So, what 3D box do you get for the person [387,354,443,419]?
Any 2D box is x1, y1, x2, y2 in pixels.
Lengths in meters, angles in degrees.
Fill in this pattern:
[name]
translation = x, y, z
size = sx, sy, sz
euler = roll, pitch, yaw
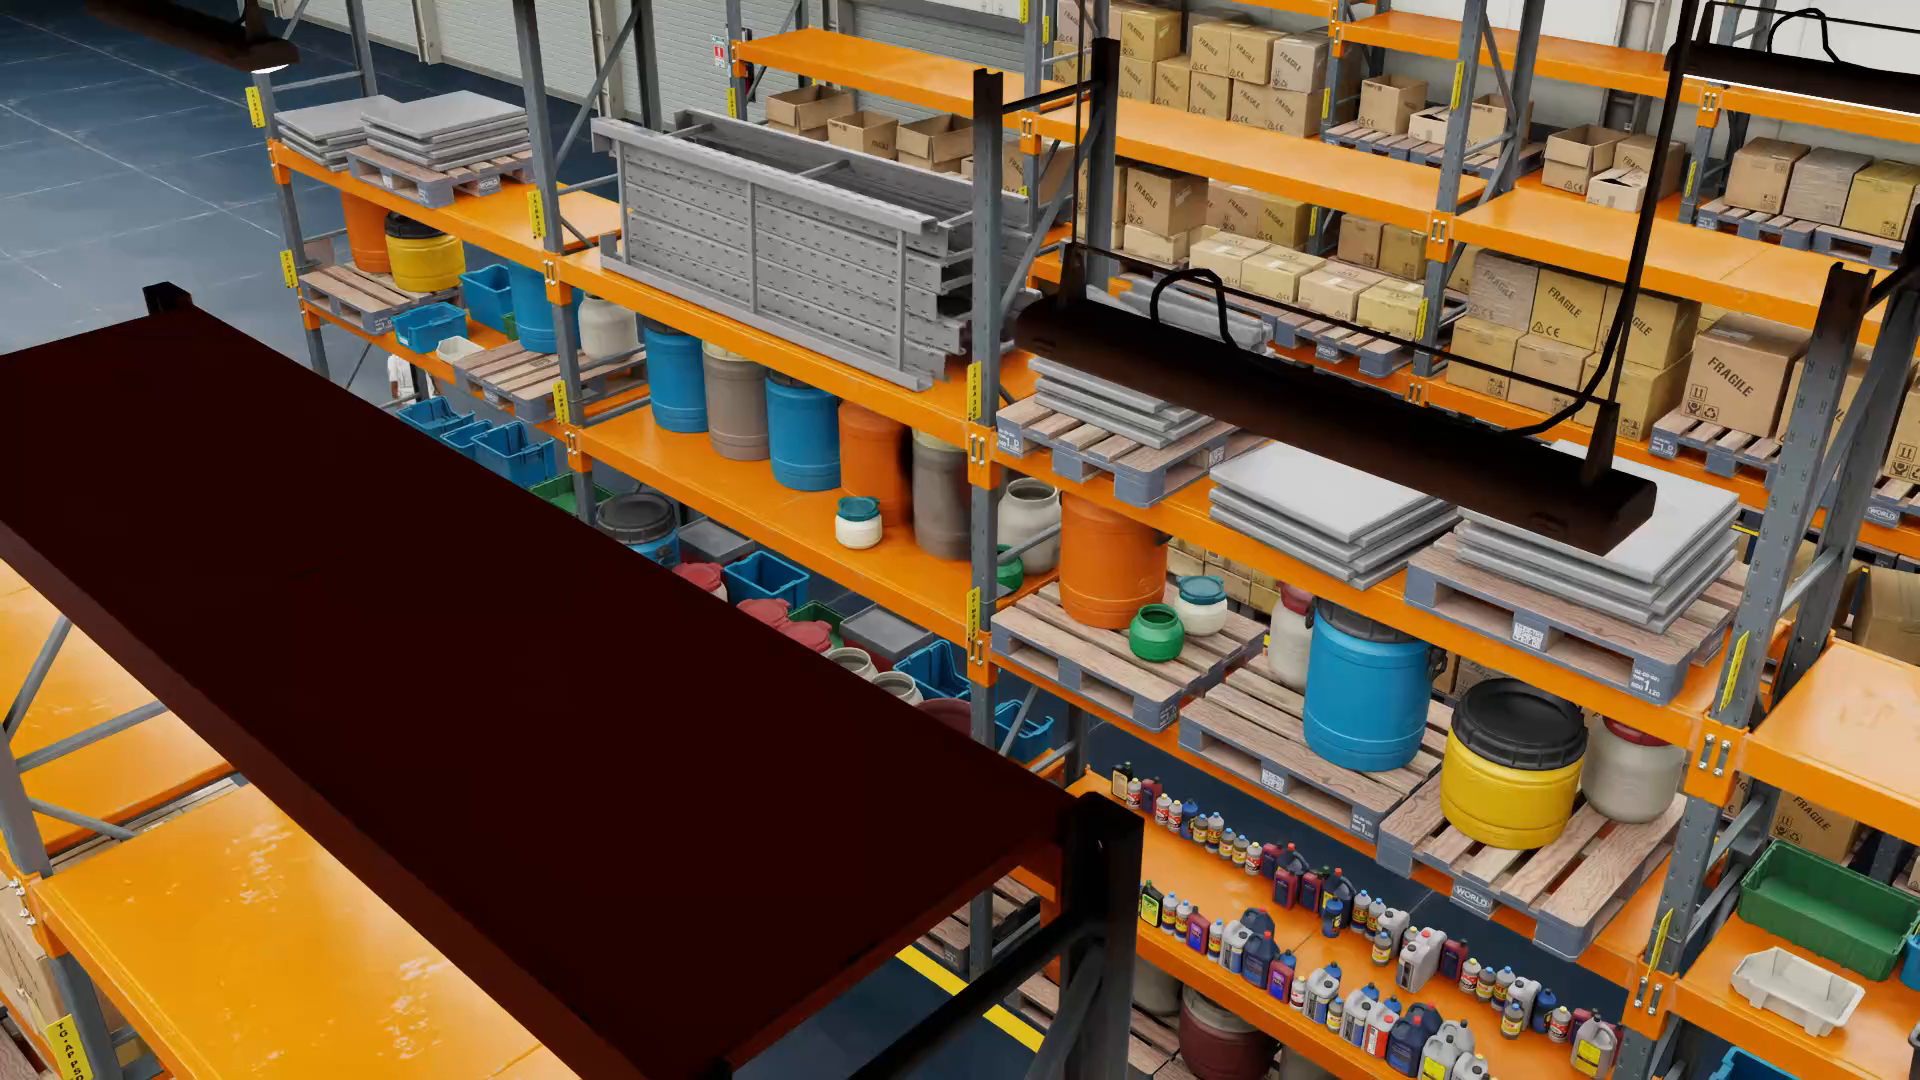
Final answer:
[person]
translation = -5.530, -1.393, 17.044
size = 0.546, 1.663, 0.574
euler = -5, 30, -8
